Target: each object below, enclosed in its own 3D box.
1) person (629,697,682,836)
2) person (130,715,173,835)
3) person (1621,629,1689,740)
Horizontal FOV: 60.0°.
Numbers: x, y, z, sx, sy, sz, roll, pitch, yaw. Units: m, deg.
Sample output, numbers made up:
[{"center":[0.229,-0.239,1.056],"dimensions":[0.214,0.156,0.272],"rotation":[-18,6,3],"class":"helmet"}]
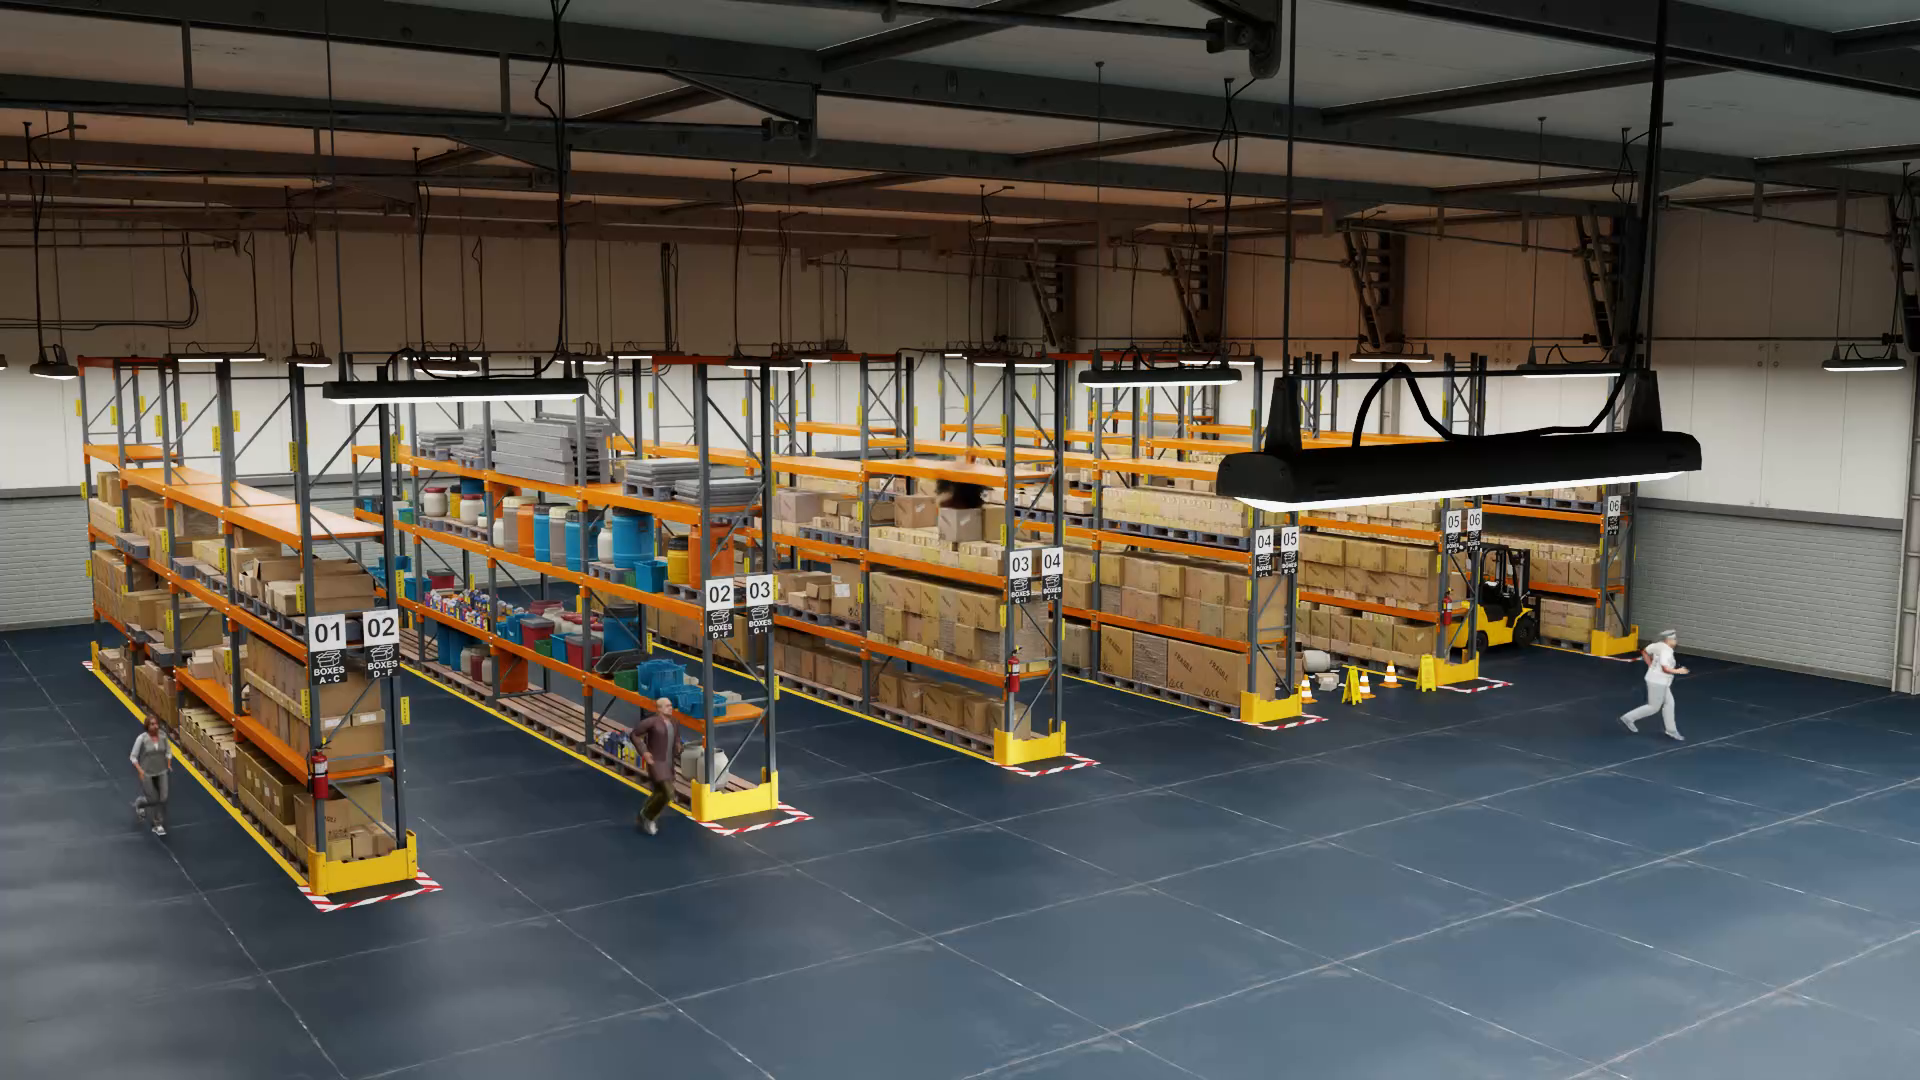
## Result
[{"center":[-3.841,2.885,21.332],"dimensions":[0.692,1.752,0.681],"rotation":[4,8,28],"class":"person"},{"center":[-10.376,2.990,21.345],"dimensions":[0.598,1.554,0.522],"rotation":[6,9,43],"class":"person"},{"center":[11.027,2.292,26.378],"dimensions":[0.997,1.789,0.695],"rotation":[1,7,12],"class":"person"}]
